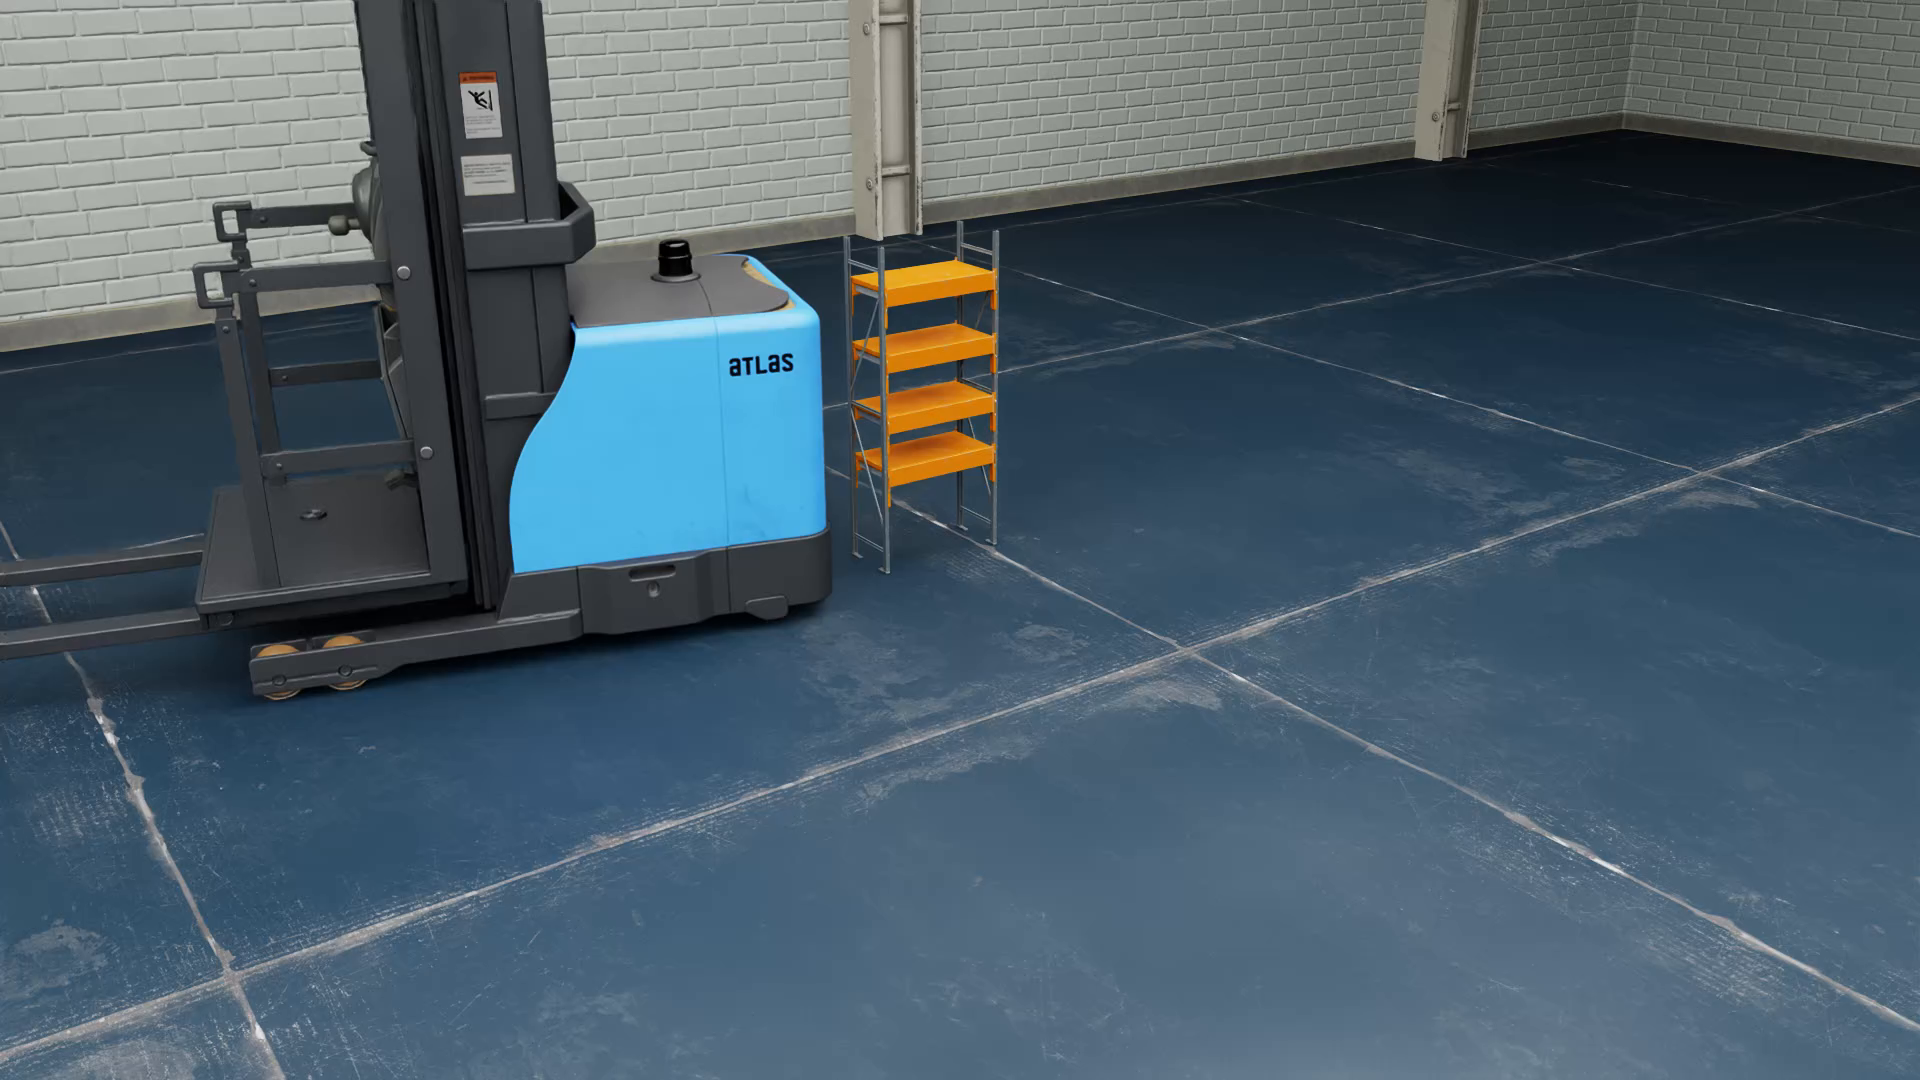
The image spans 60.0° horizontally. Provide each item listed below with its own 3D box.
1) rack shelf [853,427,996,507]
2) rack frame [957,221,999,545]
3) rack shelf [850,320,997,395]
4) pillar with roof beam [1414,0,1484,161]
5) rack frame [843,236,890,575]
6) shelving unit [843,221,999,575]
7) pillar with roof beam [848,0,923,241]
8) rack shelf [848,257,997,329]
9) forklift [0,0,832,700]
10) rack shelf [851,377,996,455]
[{"bbox_3d":[-0.134,-0.275,6.183,0.480,0.148,0.258,-15,26,-33],"label":"rack shelf"},{"bbox_3d":[0.064,-0.574,6.217,0.015,1.200,0.240,-15,26,-33],"label":"rack frame"},{"bbox_3d":[-0.134,-0.667,6.026,0.480,0.148,0.258,-15,26,-33],"label":"rack shelf"},{"bbox_3d":[6.873,-6.369,10.217,0.400,9.000,9.100,-15,26,-33],"label":"pillar with roof beam"},{"bbox_3d":[-0.332,-0.469,5.952,0.015,1.200,0.240,-15,26,-33],"label":"rack frame"},{"bbox_3d":[-0.134,-0.521,6.084,0.503,1.200,0.258,-15,26,-33],"label":"shelving unit"},{"bbox_3d":[2.003,-5.071,6.962,0.400,9.000,9.100,-15,26,-33],"label":"pillar with roof beam"},{"bbox_3d":[-0.134,-0.886,5.939,0.480,0.148,0.258,-15,26,-33],"label":"rack shelf"},{"bbox_3d":[-2.016,-1.087,5.165,3.031,2.935,1.130,-8,23,-18],"label":"forklift"},{"bbox_3d":[-0.134,-0.459,6.109,0.480,0.148,0.258,-15,26,-33],"label":"rack shelf"}]
